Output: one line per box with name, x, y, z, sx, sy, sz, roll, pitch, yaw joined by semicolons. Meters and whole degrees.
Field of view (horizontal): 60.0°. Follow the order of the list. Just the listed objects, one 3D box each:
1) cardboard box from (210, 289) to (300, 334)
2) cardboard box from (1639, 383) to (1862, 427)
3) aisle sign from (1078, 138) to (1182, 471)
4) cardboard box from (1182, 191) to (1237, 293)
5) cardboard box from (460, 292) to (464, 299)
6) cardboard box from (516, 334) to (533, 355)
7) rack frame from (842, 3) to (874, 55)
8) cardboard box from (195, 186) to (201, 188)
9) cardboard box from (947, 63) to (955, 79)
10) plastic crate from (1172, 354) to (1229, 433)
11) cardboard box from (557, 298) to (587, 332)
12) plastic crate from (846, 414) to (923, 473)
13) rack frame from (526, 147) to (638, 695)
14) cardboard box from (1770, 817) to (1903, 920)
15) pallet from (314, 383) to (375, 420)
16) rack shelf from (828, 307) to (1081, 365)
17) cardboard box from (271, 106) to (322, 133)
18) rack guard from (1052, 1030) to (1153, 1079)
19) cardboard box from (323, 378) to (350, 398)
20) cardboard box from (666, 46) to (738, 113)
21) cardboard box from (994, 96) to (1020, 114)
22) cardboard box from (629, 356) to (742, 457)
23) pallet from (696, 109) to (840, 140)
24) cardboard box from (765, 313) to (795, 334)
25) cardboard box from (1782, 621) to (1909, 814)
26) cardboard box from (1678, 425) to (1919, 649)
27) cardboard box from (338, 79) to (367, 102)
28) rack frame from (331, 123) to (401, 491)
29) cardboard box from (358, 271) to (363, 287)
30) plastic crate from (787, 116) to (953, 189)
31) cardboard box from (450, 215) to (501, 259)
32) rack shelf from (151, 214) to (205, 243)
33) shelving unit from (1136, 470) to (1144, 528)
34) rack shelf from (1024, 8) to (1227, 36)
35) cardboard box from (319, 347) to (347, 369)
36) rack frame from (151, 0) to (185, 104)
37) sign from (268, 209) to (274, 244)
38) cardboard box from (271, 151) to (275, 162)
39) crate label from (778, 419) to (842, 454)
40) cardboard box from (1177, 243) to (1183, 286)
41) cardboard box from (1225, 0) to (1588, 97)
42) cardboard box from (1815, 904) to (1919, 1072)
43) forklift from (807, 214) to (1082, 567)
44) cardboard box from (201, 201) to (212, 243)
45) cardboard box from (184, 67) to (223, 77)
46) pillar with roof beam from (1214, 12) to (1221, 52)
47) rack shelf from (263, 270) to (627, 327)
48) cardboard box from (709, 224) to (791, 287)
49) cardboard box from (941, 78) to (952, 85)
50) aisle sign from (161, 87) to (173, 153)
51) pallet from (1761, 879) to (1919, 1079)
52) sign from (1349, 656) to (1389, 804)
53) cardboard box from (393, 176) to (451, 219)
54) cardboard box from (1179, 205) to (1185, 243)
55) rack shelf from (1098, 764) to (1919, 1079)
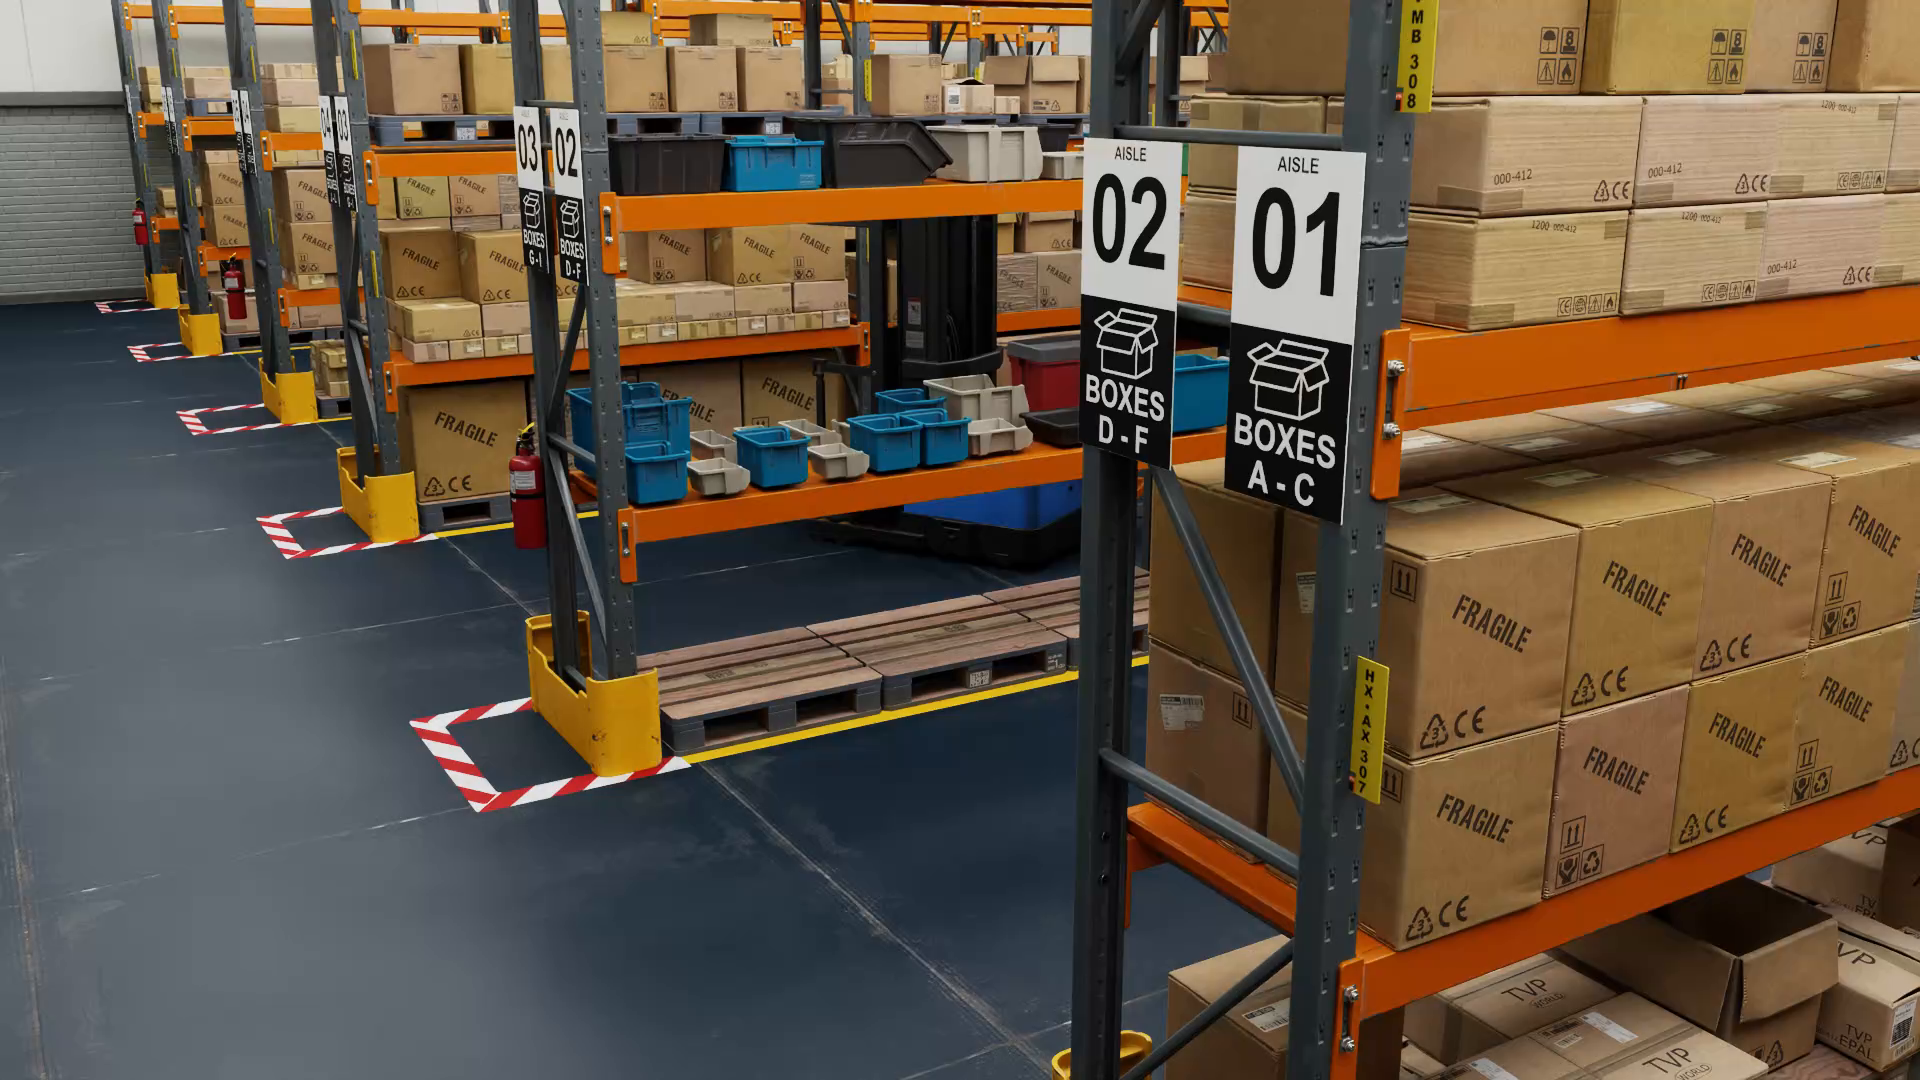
cardboard box;-9.054;-2.951;21.350;0.875;0.438;0.875;-10;18;-32
cardboard box;2.631;-0.225;5.616;0.500;0.500;0.500;-10;18;-31
aisle sign;0.418;-0.596;4.161;0.004;0.787;0.394;-9;18;-30
cardboard box;0.939;-0.787;4.381;0.500;0.250;0.500;-9;18;-30
cardboard box;-3.751;-1.845;13.162;0.500;0.250;0.500;-10;18;-31
cardboard box;-3.329;-1.535;12.795;0.250;0.149;0.380;-10;18;-31
rack frame;-1.841;-9.573;29.887;0.127;3.000;1.000;-9;18;-30
cardboard box;-11.427;-5.284;25.428;0.500;0.250;0.500;-9;18;-30
cardboard box;-0.411;-7.291;25.879;0.500;0.250;0.500;-10;18;-31
plastic crate;1.291;-0.863;9.848;0.575;0.384;0.392;-9;18;-30
cardboard box;-3.039;-1.793;12.976;0.500;0.250;0.500;-10;18;-32
plastic crate;-0.404;-0.519;8.902;0.300;0.233;0.416;-9;18;-30
rack frame;-1.914;-0.429;8.384;0.127;3.000;1.000;-9;18;-30
cardboard box;3.592;1.252;6.551;0.500;0.311;0.500;-9;18;-30
pallet;-6.152;-1.509;17.403;1.213;0.211;1.003;-9;18;-30
rack shelf;0.679;-2.063;15.544;4.000;0.370;1.077;-9;18;-30
cardboard box;-6.416;-4.112;16.243;0.500;0.250;0.500;-8;18;-28
rack guard;0.699;1.910;4.668;0.348;0.500;1.175;-9;18;-30
cardboard box;-6.318;-1.565;16.939;0.250;0.149;0.380;-9;18;-29
cardboard box;-2.139;-3.678;13.266;0.500;0.500;0.700;-8;18;-27
cardboard box;0.318;-3.829;14.642;0.250;0.149;0.380;-10;19;-32
cardboard box;-2.414;-1.112;13.978;0.875;0.875;0.875;-9;18;-30
pallet;-1.742;-3.421;13.665;1.213;0.211;1.003;-9;18;-30
cardboard box;-1.569;-1.821;13.813;0.250;0.149;0.380;-10;18;-31
cardboard box;2.451;0.457;5.036;0.500;0.500;0.500;-9;18;-29
cardboard box;2.461;-0.027;4.910;0.500;0.500;0.500;-9;18;-30
cardboard box;-5.975;-4.423;16.426;0.500;0.250;0.500;-9;18;-30
rack frame;-4.464;-1.575;12.472;0.127;3.000;1.000;-9;18;-30
cardboard box;-6.031;-2.655;16.789;0.250;0.149;0.380;-10;18;-31
plastic crate;-0.462;-1.992;8.518;0.767;0.338;0.504;-9;18;-30
cardboard box;-5.099;-3.144;17.333;0.500;0.500;0.500;-10;18;-31
rack shelf;-10.413;-4.948;25.835;4.000;0.370;1.077;-9;18;-30
shelving unit;1.251;-0.614;12.377;0.258;1.200;0.503;5;16;17
rack shelf;2.433;-8.355;26.881;4.000;0.370;1.077;-9;18;-30
cardboard box;-6.308;-1.847;16.843;0.250;0.149;0.380;-10;19;-32
rack frame;-9.568;-6.757;19.841;0.127;3.000;1.000;-9;18;-30
sign;-6.653;-3.028;16.051;0.005;0.325;0.100;-9;18;-30
cardboard box;-8.651;-4.758;20.586;0.250;0.149;0.380;-9;18;-28
crate label;-0.826;-0.568;9.255;0.243;0.136;0.396;-9;18;-30
cardboard box;2.098;-2.609;15.976;0.500;0.500;0.500;-9;18;-28
cardboard box;1.066;-1.332;4.008;0.500;0.500;0.700;-9;18;-30
cardboard box;3.078;1.493;5.692;0.500;0.311;0.500;-9;18;-30
forklift;-0.540;-1.496;12.315;3.031;2.935;1.130;9;18;29
cardboard box;-9.291;-4.044;21.095;0.500;0.500;0.500;-9;18;-29
cardboard box;-11.172;-6.842;24.503;0.500;0.250;0.500;-9;18;-30
pillar with roof beam;7.887;-10.078;31.691;0.400;9.000;9.100;-9;18;-30
rack shelf;-5.218;-2.668;17.704;4.000;0.370;1.077;-9;18;-30
cardboard box;-1.724;-2.369;13.640;0.500;0.500;0.500;-9;18;-29
cardboard box;-0.433;-5.203;19.671;0.500;0.500;0.500;-9;18;-30
aisle sign;-9.789;-5.181;20.520;0.004;0.787;0.394;-9;18;-30
pallet;3.474;1.599;6.314;1.213;0.211;1.003;-9;18;-30
sign;0.914;0.426;3.729;0.005;0.325;0.100;-9;18;-30
cardboard box;-5.524;-3.549;16.926;0.500;0.500;0.500;-10;18;-31
cardboard box;1.758;-3.120;15.941;0.637;0.503;0.797;-9;18;-28
rack shelf;2.349;0.786;5.382;4.000;0.370;1.077;-9;18;-30
